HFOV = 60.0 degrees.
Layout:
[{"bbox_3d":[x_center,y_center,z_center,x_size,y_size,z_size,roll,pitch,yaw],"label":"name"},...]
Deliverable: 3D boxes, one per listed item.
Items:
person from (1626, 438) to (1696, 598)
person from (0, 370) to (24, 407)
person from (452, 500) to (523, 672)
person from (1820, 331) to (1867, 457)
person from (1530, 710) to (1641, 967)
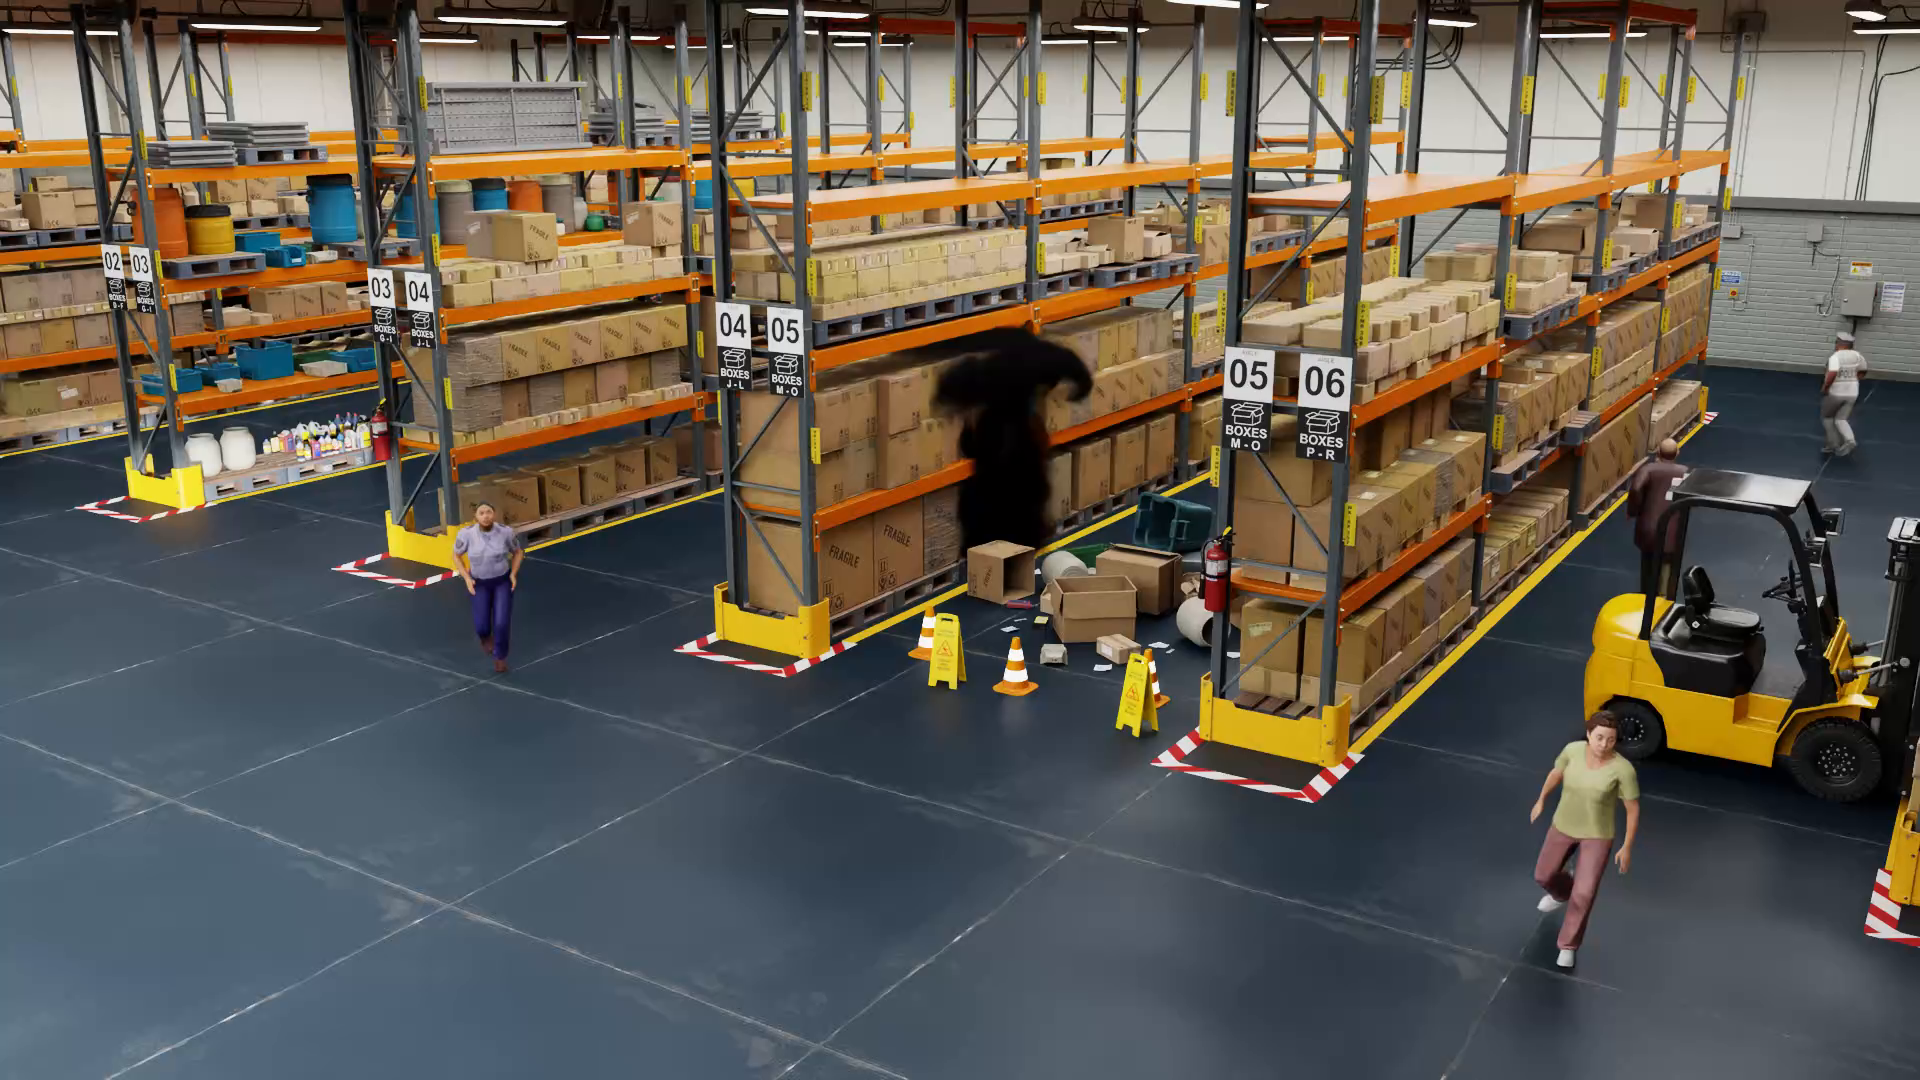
[{"bbox_3d":[6.907,-0.101,16.349,0.694,1.742,0.959,5,16,19],"label":"person"},{"bbox_3d":[-14.672,-2.662,25.761,0.760,1.743,1.055,3,16,11],"label":"person"},{"bbox_3d":[-4.182,0.385,14.790,0.606,1.573,0.601,-5,16,-17],"label":"person"},{"bbox_3d":[12.390,-2.016,23.255,0.651,1.744,0.733,-1,16,-4],"label":"person"},{"bbox_3d":[3.776,1.718,10.038,0.649,1.611,0.701,11,19,33],"label":"person"}]
